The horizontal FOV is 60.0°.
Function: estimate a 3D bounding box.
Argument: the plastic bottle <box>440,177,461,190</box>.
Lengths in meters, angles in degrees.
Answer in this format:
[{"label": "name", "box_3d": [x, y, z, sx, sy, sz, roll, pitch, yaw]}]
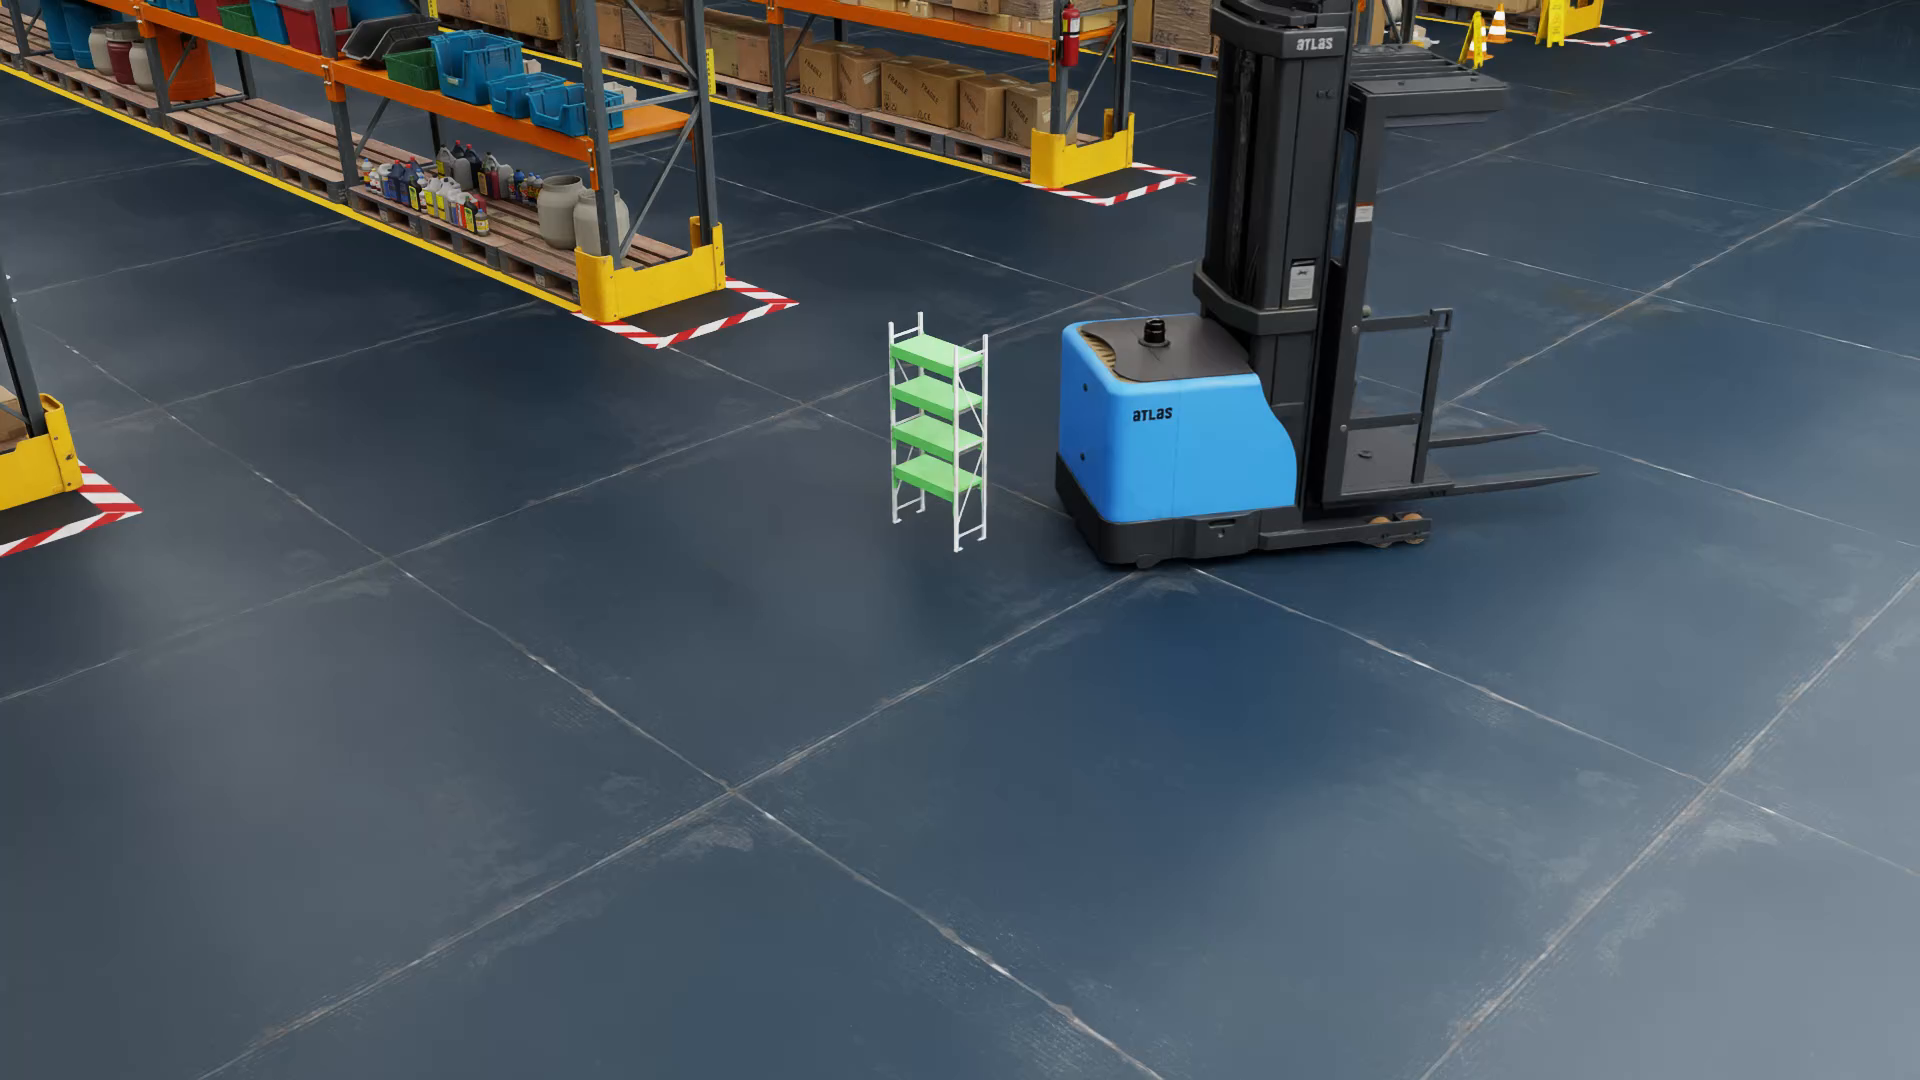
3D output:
[{"label": "plastic bottle", "box_3d": [-4.294, -2.914, 14.022, 0.135, 0.276, 0.152, 25, 36, 38]}]

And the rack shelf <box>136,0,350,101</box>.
[{"label": "rack shelf", "box_3d": [-6.529, -4.803, 15.934, 4.000, 0.370, 1.077, 25, 36, 38]}]

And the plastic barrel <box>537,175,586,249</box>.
[{"label": "plastic barrel", "box_3d": [-3.131, -2.601, 13.195, 0.421, 0.512, 0.421, 0, 28, 0]}]

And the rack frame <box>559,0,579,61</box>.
[{"label": "rack frame", "box_3d": [-4.482, -7.417, 20.133, 0.127, 3.000, 1.000, 25, 36, 38]}]

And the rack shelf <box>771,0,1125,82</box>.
[{"label": "rack shelf", "box_3d": [-0.204, -5.141, 16.577, 4.000, 0.370, 1.077, 25, 36, 38]}]

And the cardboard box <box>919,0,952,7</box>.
[{"label": "cardboard box", "box_3d": [0.082, -5.472, 16.007, 0.500, 0.500, 0.875, 25, 36, 38]}]

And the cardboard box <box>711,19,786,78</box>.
[{"label": "cardboard box", "box_3d": [-2.380, -5.570, 18.833, 0.500, 0.500, 0.700, 24, 36, 38]}]

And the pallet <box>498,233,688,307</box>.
[{"label": "pallet", "box_3d": [-2.913, -2.205, 13.217, 1.213, 0.211, 1.003, 25, 36, 38]}]

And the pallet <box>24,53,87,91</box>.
[{"label": "pallet", "box_3d": [-10.286, -5.579, 19.633, 1.213, 0.211, 1.003, 25, 36, 38]}]

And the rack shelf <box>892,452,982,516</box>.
[{"label": "rack shelf", "box_3d": [-0.118, -0.316, 9.215, 0.480, 0.148, 0.258, 25, 36, 38]}]

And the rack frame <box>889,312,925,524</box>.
[{"label": "rack frame", "box_3d": [-0.292, -0.665, 9.225, 0.015, 1.200, 0.240, 25, 36, 38]}]

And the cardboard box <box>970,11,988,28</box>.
[{"label": "cardboard box", "box_3d": [0.315, -4.953, 15.717, 0.250, 0.149, 0.380, 25, 36, 38]}]

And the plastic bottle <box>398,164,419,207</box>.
[{"label": "plastic bottle", "box_3d": [-4.683, -3.028, 14.159, 0.185, 0.351, 0.144, 23, 35, 36]}]

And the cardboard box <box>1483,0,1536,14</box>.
[{"label": "cardboard box", "box_3d": [7.388, -7.247, 22.312, 0.500, 0.250, 0.500, 24, 36, 38]}]

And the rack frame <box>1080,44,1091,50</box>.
[{"label": "rack frame", "box_3d": [1.919, -7.725, 20.719, 0.127, 3.000, 1.000, 25, 36, 38]}]

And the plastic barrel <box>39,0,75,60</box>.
[{"label": "plastic barrel", "box_3d": [-10.431, -6.153, 19.532, 0.708, 0.901, 0.600, 25, 36, 38]}]

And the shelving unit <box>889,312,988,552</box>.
[{"label": "shelving unit", "box_3d": [-0.118, -0.585, 9.073, 0.503, 1.200, 0.258, 25, 36, 38]}]

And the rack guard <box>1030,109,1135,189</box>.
[{"label": "rack guard", "box_3d": [1.168, -3.725, 15.798, 0.348, 0.500, 1.175, 25, 36, 38]}]

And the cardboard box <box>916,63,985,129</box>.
[{"label": "cardboard box", "box_3d": [-0.095, -4.490, 16.801, 0.500, 0.500, 0.500, -21, 34, -35]}]

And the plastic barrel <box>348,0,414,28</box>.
[{"label": "plastic barrel", "box_3d": [-5.166, -4.917, 14.839, 0.708, 0.901, 0.600, 25, 36, 38]}]

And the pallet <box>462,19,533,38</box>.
[{"label": "pallet", "box_3d": [-5.857, -6.863, 22.076, 1.213, 0.211, 1.003, 25, 36, 38]}]

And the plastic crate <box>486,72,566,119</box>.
[{"label": "plastic crate", "box_3d": [-3.276, -3.375, 12.606, 0.408, 0.251, 0.499, 25, 36, 38]}]

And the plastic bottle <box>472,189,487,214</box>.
[{"label": "plastic bottle", "box_3d": [-3.953, -2.736, 13.677, 0.133, 0.283, 0.061, 25, 36, 38]}]

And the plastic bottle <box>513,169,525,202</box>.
[{"label": "plastic bottle", "box_3d": [-3.785, -3.056, 14.298, 0.097, 0.271, 0.097, 0, 28, 0]}]

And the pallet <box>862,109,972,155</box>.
[{"label": "pallet", "box_3d": [-0.252, -4.272, 17.148, 1.213, 0.211, 1.003, 25, 36, 38]}]

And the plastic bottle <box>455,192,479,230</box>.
[{"label": "plastic bottle", "box_3d": [-4.028, -2.698, 13.611, 0.135, 0.276, 0.152, 25, 37, 39]}]

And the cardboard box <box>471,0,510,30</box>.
[{"label": "cardboard box", "box_3d": [-5.590, -7.188, 21.529, 0.875, 0.875, 1.225, 25, 36, 39]}]

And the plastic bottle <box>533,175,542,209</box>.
[{"label": "plastic bottle", "box_3d": [-3.569, -2.957, 14.110, 0.097, 0.271, 0.097, 0, 28, 0]}]

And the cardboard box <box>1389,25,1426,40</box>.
[{"label": "cardboard box", "box_3d": [5.820, -6.591, 21.625, 0.380, 0.149, 0.250, -7, 29, -14]}]

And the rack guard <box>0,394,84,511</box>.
[{"label": "rack guard", "box_3d": [-5.709, -0.406, 9.486, 0.348, 0.500, 1.175, 25, 36, 38]}]

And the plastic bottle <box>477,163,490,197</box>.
[{"label": "plastic bottle", "box_3d": [-4.128, -3.136, 14.437, 0.133, 0.283, 0.061, 25, 36, 38]}]

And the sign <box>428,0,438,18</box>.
[{"label": "sign", "box_3d": [-4.709, -4.770, 14.801, 0.005, 0.325, 0.100, 25, 36, 38]}]

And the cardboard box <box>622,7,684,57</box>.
[{"label": "cardboard box", "box_3d": [-3.586, -6.117, 19.873, 0.500, 0.500, 0.700, 21, 34, 34]}]

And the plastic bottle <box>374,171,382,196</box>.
[{"label": "plastic bottle", "box_3d": [-5.038, -3.109, 14.473, 0.097, 0.201, 0.097, 0, 28, 0]}]

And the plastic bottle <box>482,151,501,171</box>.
[{"label": "plastic bottle", "box_3d": [-4.074, -3.208, 14.502, 0.185, 0.351, 0.144, 24, 36, 38]}]

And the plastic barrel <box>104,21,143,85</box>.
[{"label": "plastic barrel", "box_3d": [-9.121, -5.415, 18.464, 0.708, 0.588, 0.600, 25, 36, 38]}]

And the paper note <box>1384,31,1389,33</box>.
[{"label": "paper note", "box_3d": [5.600, -6.751, 22.069, 0.148, 0.019, 0.142, -13, 30, -22]}]

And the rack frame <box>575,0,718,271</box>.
[{"label": "rack frame", "box_3d": [-2.250, -3.163, 12.043, 0.127, 3.000, 1.000, 25, 36, 38]}]

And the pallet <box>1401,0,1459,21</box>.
[{"label": "pallet", "box_3d": [6.696, -7.561, 23.403, 1.213, 0.211, 1.003, 25, 36, 38]}]

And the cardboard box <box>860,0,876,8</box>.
[{"label": "cardboard box", "box_3d": [-0.779, -5.431, 16.626, 0.250, 0.149, 0.380, 25, 36, 38]}]

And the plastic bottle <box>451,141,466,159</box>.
[{"label": "plastic bottle", "box_3d": [-4.441, -3.376, 14.821, 0.185, 0.351, 0.144, 23, 36, 37]}]

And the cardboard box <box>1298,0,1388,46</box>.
[{"label": "cardboard box", "box_3d": [4.242, -5.865, 19.012, 0.875, 0.875, 0.875, 25, 37, 39]}]

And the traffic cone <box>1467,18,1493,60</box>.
[{"label": "traffic cone", "box_3d": [6.423, -6.206, 20.555, 0.334, 0.463, 0.336, 25, 36, 38]}]

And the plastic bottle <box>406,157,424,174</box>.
[{"label": "plastic bottle", "box_3d": [-4.717, -3.137, 14.367, 0.185, 0.351, 0.144, 25, 36, 38]}]

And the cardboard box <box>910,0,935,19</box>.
[{"label": "cardboard box", "box_3d": [-0.269, -5.175, 16.138, 0.250, 0.149, 0.380, 25, 36, 38]}]

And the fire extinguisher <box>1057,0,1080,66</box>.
[{"label": "fire extinguisher", "box_3d": [0.981, -4.582, 14.825, 0.183, 0.674, 0.296, 25, 36, 38]}]

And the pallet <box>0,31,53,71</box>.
[{"label": "pallet", "box_3d": [-11.359, -6.072, 20.570, 1.213, 0.211, 1.003, 25, 36, 38]}]

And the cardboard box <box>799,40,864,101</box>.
[{"label": "cardboard box", "box_3d": [-1.373, -5.048, 17.862, 0.500, 0.500, 0.500, 23, 36, 37]}]

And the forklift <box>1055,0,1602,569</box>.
[{"label": "forklift", "box_3d": [2.125, -1.488, 8.931, 3.031, 2.935, 1.130, -6, 28, -11]}]

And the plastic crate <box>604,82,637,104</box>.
[{"label": "plastic crate", "box_3d": [-2.663, -3.445, 12.863, 0.250, 0.136, 0.298, 25, 36, 38]}]

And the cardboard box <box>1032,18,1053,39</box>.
[{"label": "cardboard box", "box_3d": [0.874, -4.720, 15.274, 0.250, 0.149, 0.380, 25, 36, 38]}]

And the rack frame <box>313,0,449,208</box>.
[{"label": "rack frame", "box_3d": [-5.103, -4.468, 14.525, 0.127, 3.000, 1.000, 25, 36, 38]}]

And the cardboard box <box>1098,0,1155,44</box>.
[{"label": "cardboard box", "box_3d": [2.319, -6.742, 20.681, 0.875, 0.875, 0.875, -25, 36, -38]}]

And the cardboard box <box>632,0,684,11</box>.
[{"label": "cardboard box", "box_3d": [-3.598, -6.459, 19.718, 0.500, 0.250, 0.500, -21, 34, -34]}]

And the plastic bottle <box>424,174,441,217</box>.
[{"label": "plastic bottle", "box_3d": [-4.380, -2.889, 13.895, 0.185, 0.351, 0.144, 24, 36, 38]}]

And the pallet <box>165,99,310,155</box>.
[{"label": "pallet", "box_3d": [-7.430, -4.274, 17.151, 1.213, 0.211, 1.003, 25, 36, 38]}]

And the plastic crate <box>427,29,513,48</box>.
[{"label": "plastic crate", "box_3d": [-4.123, -4.132, 14.044, 0.616, 0.251, 0.499, 25, 36, 38]}]

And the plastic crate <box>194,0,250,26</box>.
[{"label": "plastic crate", "box_3d": [-7.017, -5.173, 15.796, 0.583, 0.464, 0.402, 25, 36, 38]}]

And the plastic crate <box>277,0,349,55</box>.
[{"label": "plastic crate", "box_3d": [-5.662, -4.553, 14.617, 0.583, 0.464, 0.402, 25, 36, 38]}]

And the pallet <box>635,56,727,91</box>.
[{"label": "pallet", "box_3d": [-3.060, -5.530, 19.539, 1.213, 0.211, 1.003, 25, 36, 38]}]
